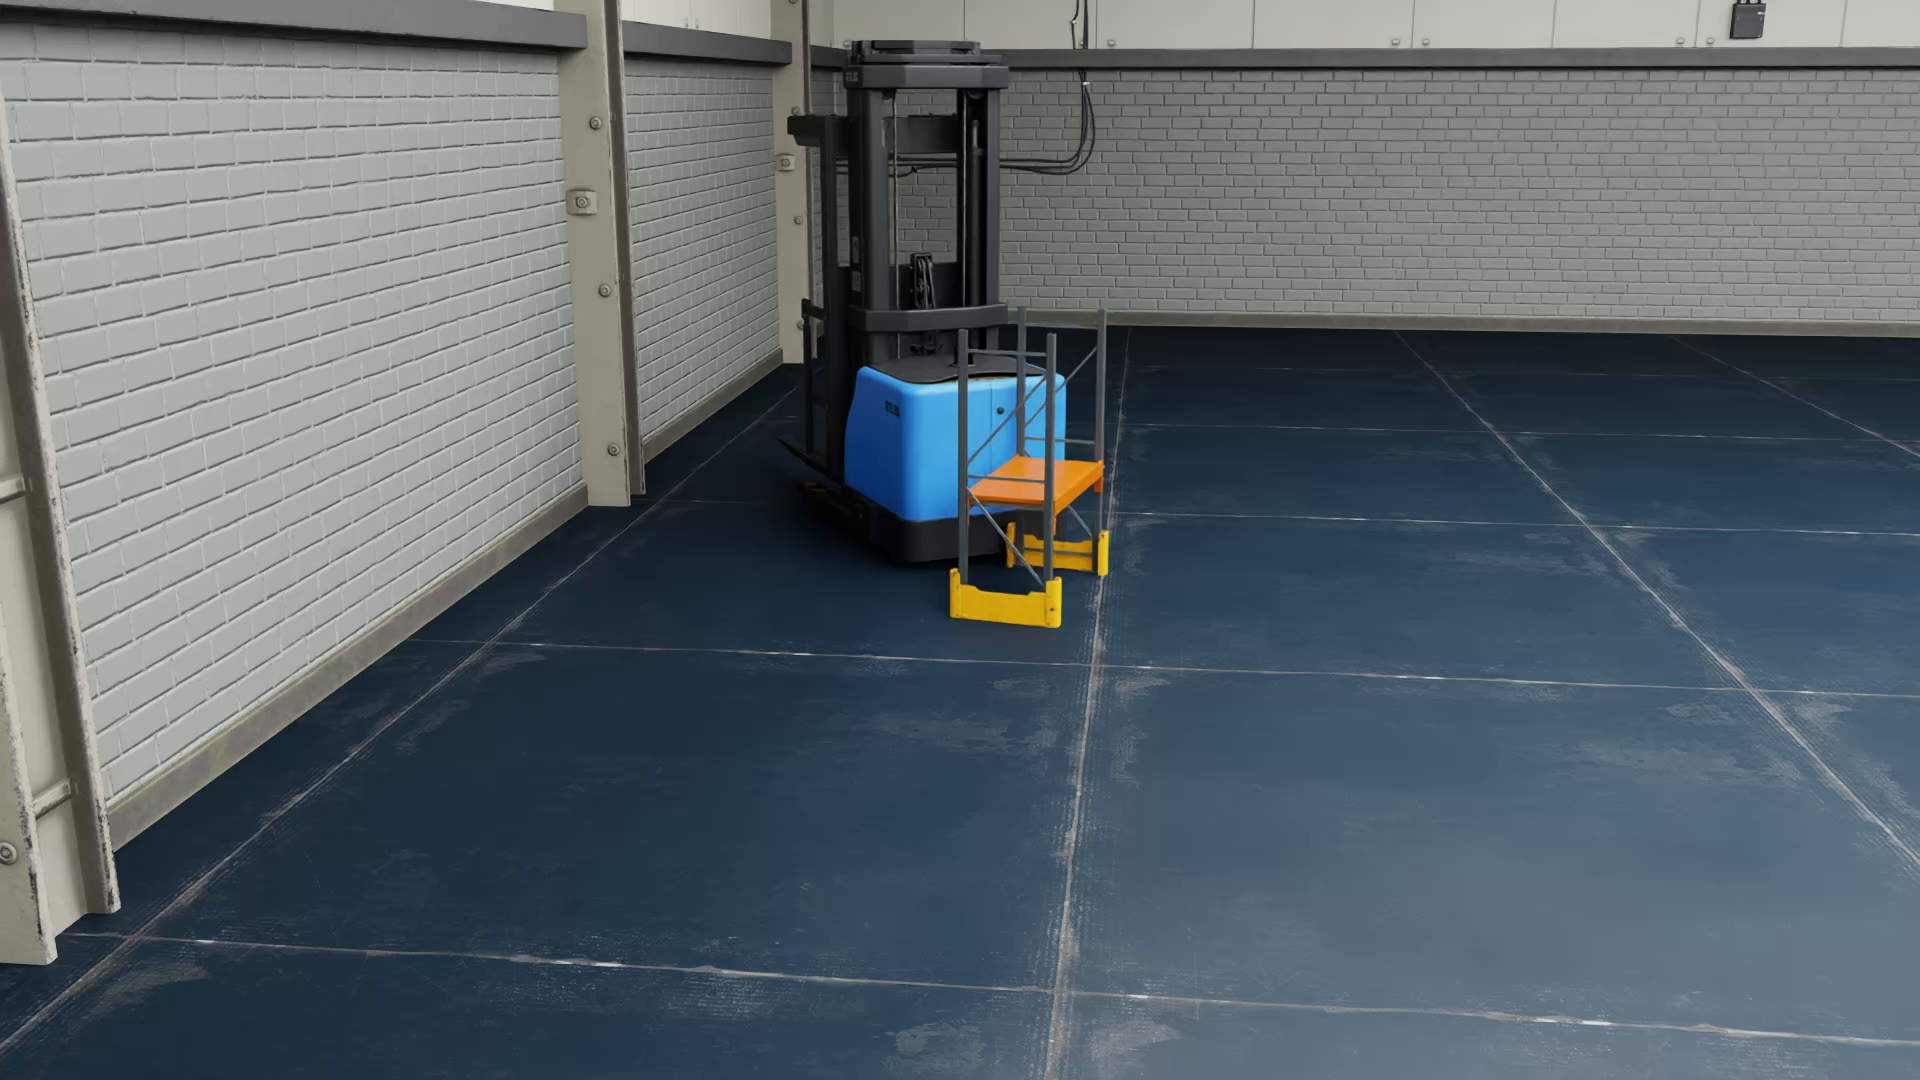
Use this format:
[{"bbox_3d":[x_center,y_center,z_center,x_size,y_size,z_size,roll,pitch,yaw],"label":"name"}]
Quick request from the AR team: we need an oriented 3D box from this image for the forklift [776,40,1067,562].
[{"bbox_3d":[-0.424,-1.627,10.563,1.130,2.935,3.031,-6,16,-23],"label":"forklift"}]

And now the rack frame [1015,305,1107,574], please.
[{"bbox_3d":[0.560,-0.556,9.345,0.500,1.500,0.032,5,16,18],"label":"rack frame"}]

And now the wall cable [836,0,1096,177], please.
[{"bbox_3d":[0.002,-5.403,18.853,3.097,2.526,0.112,2,15,6],"label":"wall cable"}]

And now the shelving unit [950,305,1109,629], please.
[{"bbox_3d":[0.393,-0.428,8.872,0.587,1.500,1.083,5,16,18],"label":"shelving unit"}]

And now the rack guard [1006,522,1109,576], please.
[{"bbox_3d":[0.554,0.052,9.490,0.587,0.250,0.087,5,16,18],"label":"rack guard"}]

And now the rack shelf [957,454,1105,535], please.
[{"bbox_3d":[0.396,-0.257,8.927,0.538,0.185,1.000,5,16,18],"label":"rack shelf"}]

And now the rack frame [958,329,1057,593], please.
[{"bbox_3d":[0.232,-0.305,8.416,0.500,1.500,0.032,5,16,18],"label":"rack frame"}]

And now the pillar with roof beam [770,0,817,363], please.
[{"bbox_3d":[2.633,-6.050,15.297,9.100,9.000,0.400,2,15,6],"label":"pillar with roof beam"}]

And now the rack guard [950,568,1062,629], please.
[{"bbox_3d":[0.233,0.298,8.580,0.587,0.250,0.087,5,16,18],"label":"rack guard"}]

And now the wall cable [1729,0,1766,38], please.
[{"bbox_3d":[9.433,-8.260,16.954,2.305,6.003,0.169,2,15,6],"label":"wall cable"}]

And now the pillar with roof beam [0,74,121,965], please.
[{"bbox_3d":[1.279,-2.938,3.787,9.100,9.000,0.400,2,15,6],"label":"pillar with roof beam"}]

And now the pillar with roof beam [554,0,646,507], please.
[{"bbox_3d":[1.956,-4.494,9.542,9.100,9.000,0.400,2,15,6],"label":"pillar with roof beam"}]
